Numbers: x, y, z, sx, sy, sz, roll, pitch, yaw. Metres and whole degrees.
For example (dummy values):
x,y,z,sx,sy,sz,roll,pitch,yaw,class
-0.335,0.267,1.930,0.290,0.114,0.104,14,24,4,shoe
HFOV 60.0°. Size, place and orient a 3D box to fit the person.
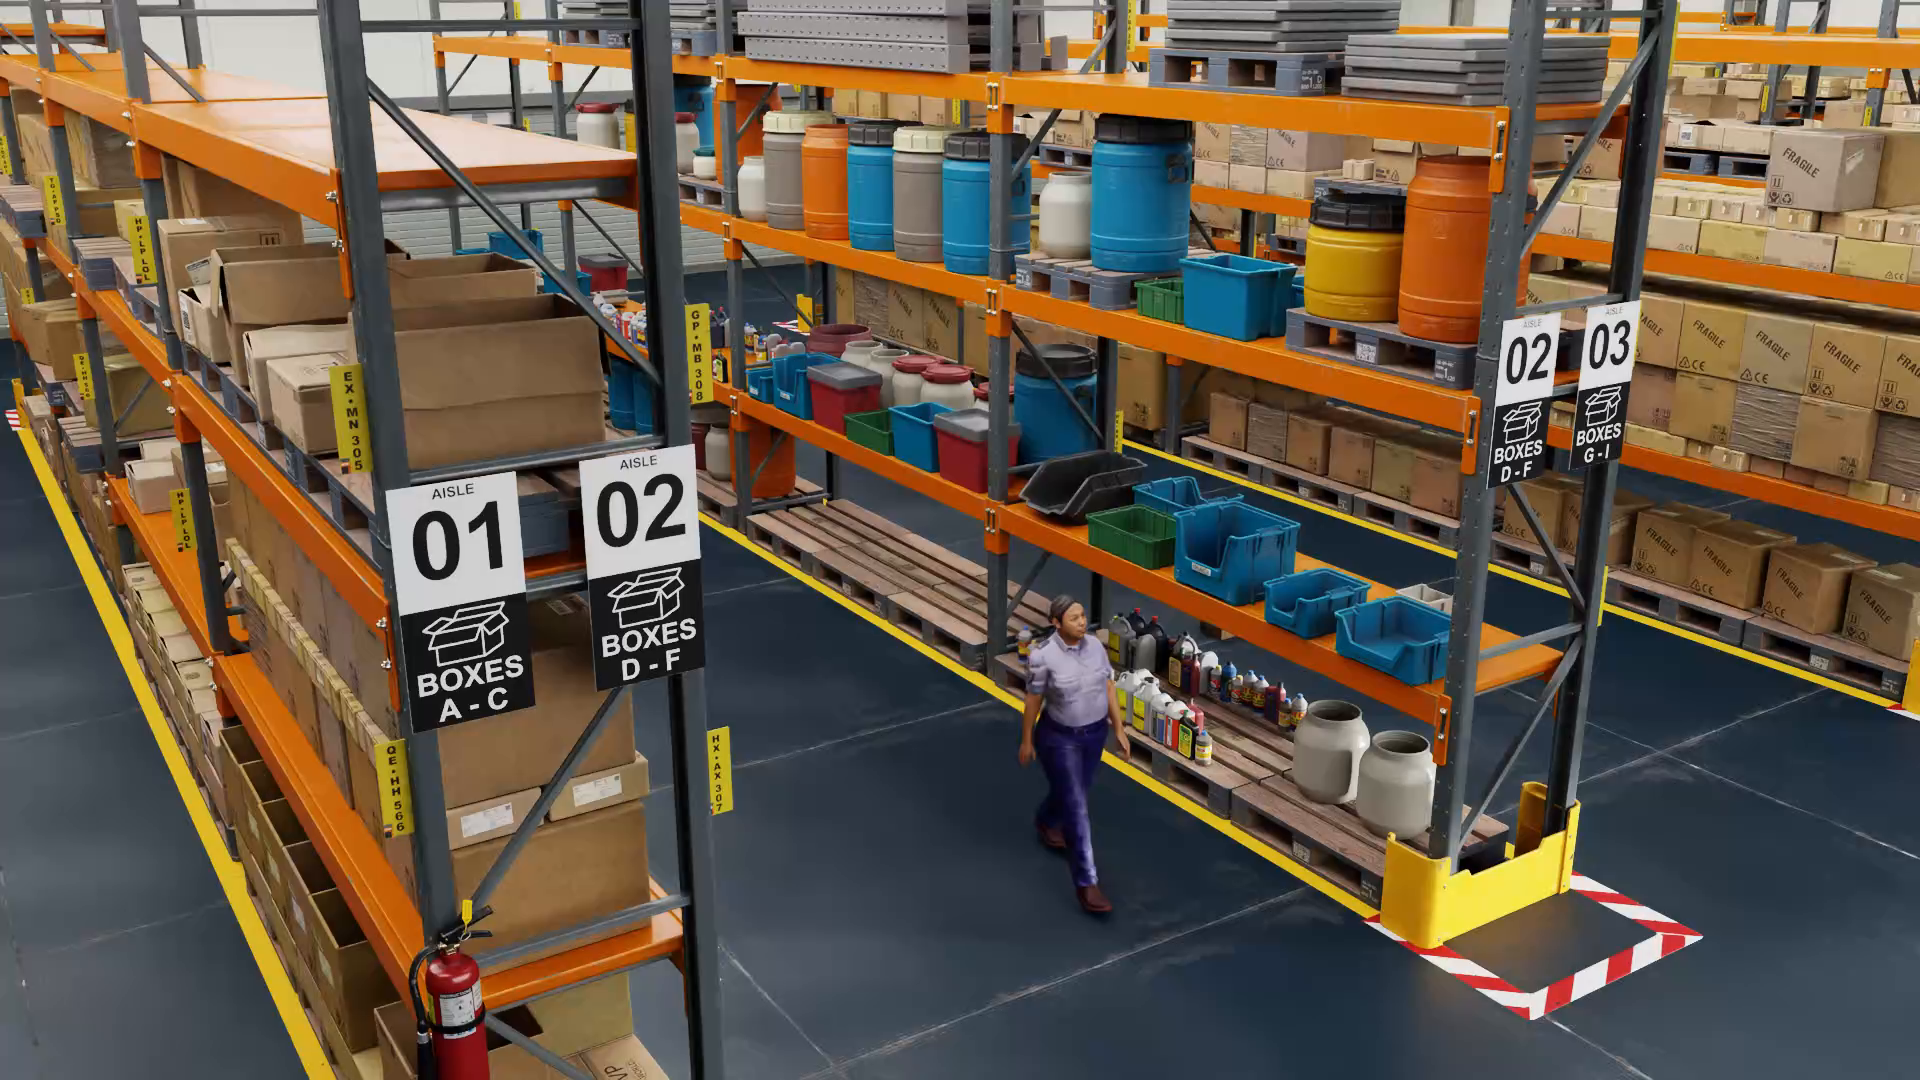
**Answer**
x,y,z,sx,sy,sz,roll,pitch,yaw,class
0.633,1.060,8.867,0.506,1.593,0.975,-11,21,-31,person
